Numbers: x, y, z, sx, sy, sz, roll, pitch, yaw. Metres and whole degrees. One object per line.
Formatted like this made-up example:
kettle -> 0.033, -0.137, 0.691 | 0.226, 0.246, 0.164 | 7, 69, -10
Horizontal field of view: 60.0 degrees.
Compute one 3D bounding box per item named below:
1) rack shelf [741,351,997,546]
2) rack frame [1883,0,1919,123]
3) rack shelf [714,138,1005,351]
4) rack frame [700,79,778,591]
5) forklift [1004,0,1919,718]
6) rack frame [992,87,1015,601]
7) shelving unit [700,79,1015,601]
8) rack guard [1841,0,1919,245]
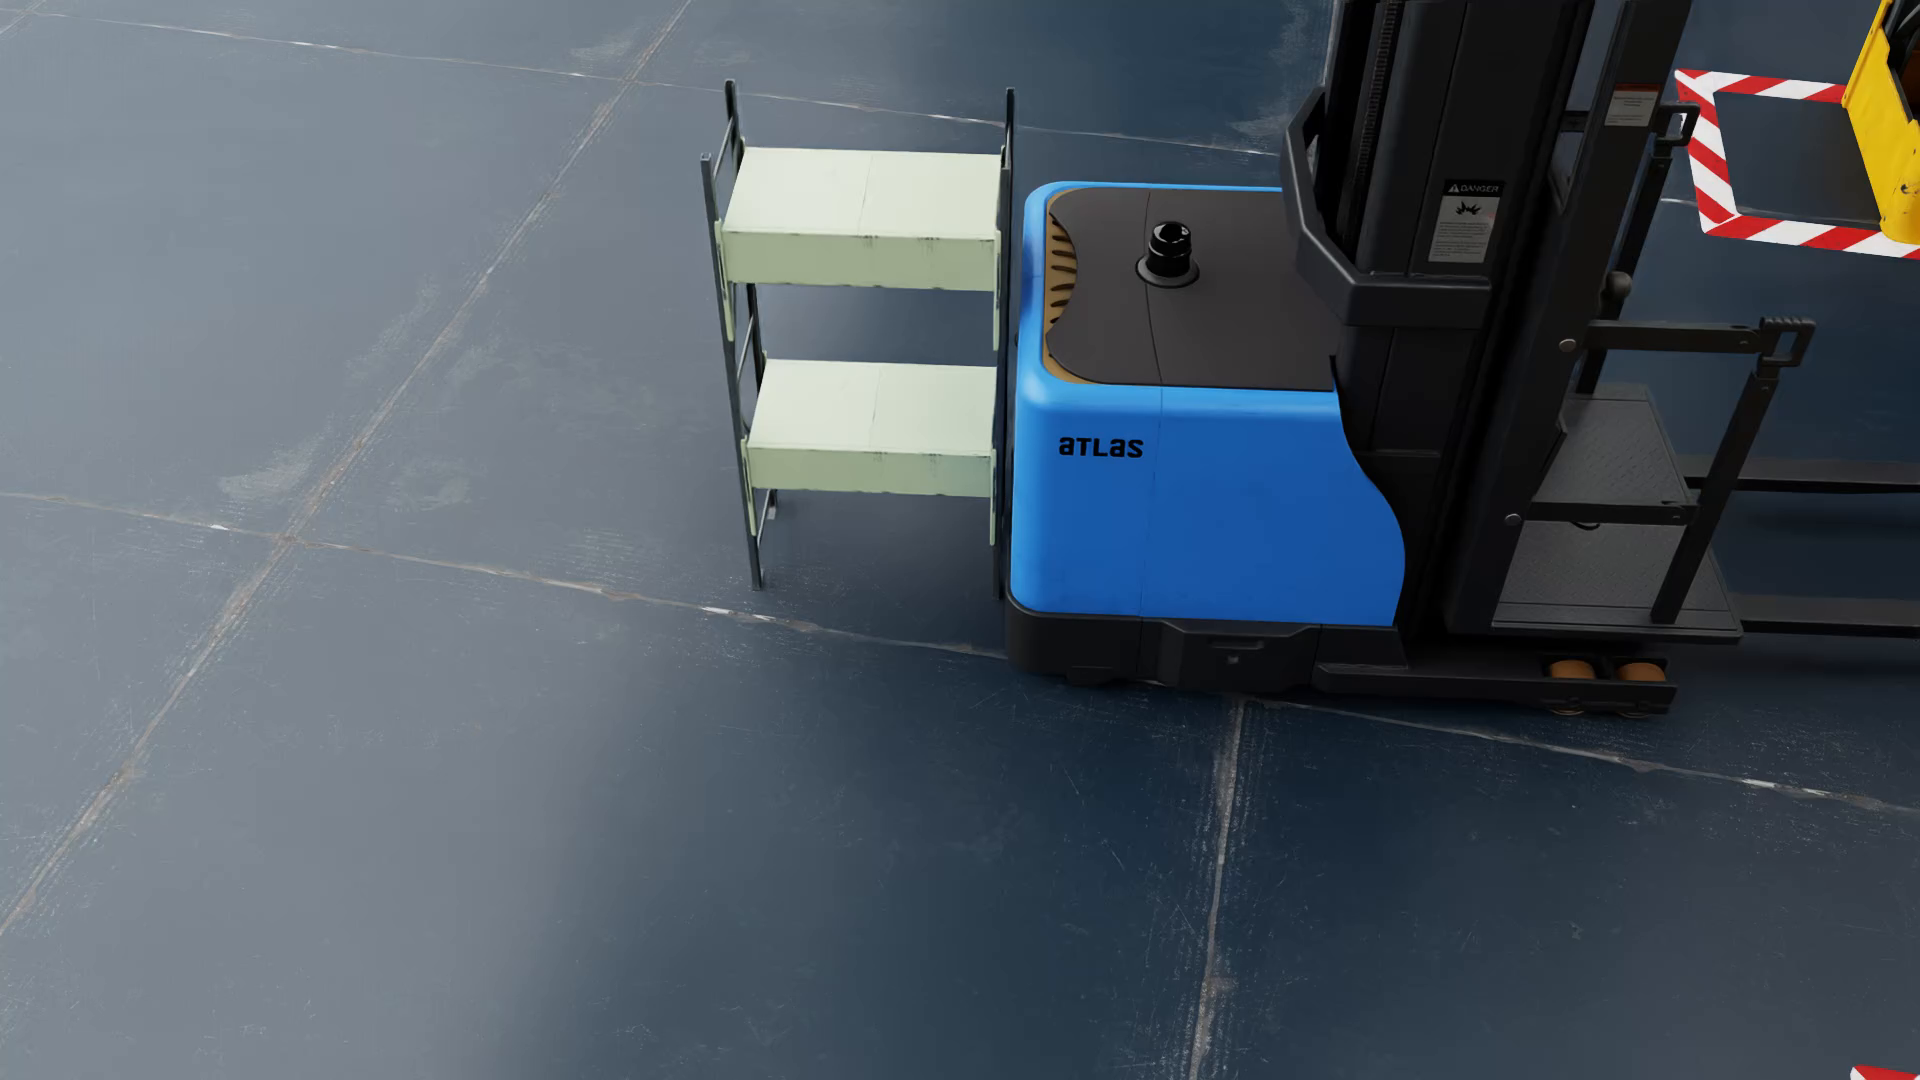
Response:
rack shelf -> -0.245, -0.274, 4.923 | 0.720, 0.370, 0.431 | 2, 44, 2
rack frame -> 3.814, -2.622, 5.812 | 0.127, 3.000, 1.000 | 9, 45, 9
rack shelf -> -0.245, -0.790, 4.426 | 0.720, 0.370, 0.431 | 2, 44, 2
rack frame -> -0.611, -0.523, 4.712 | 0.023, 1.500, 0.400 | 2, 44, 2
forklift -> 1.664, -0.932, 4.105 | 3.031, 2.935, 1.130 | 2, 44, 2
rack frame -> 0.120, -0.494, 4.681 | 0.023, 1.500, 0.400 | 2, 44, 2
shelving unit -> -0.245, -0.508, 4.697 | 0.755, 1.500, 0.431 | 2, 44, 2
rack guard -> 3.888, -1.710, 6.666 | 0.348, 0.500, 1.175 | 9, 45, 9
